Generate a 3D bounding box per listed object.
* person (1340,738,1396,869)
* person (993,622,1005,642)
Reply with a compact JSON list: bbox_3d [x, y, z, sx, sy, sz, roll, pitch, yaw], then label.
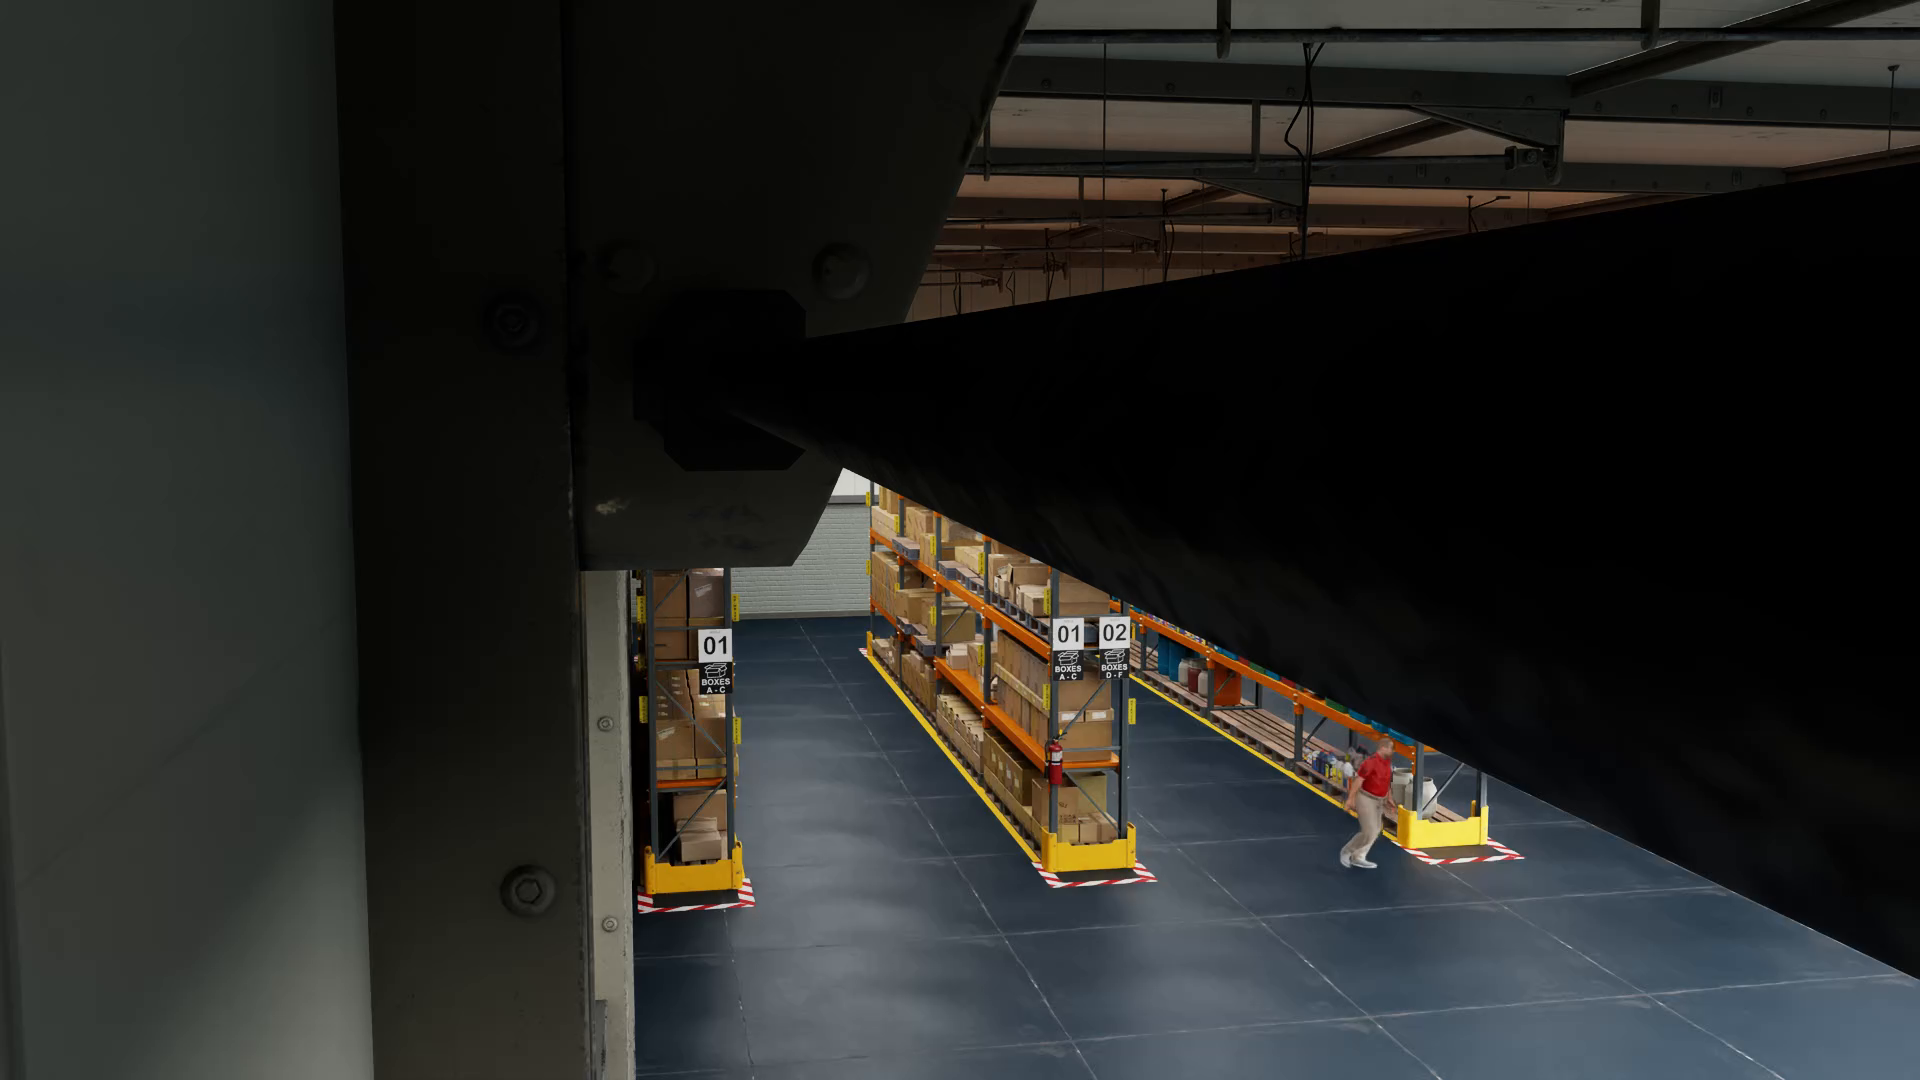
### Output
[{"bbox_3d":[5.154,3.316,20.951,0.543,1.693,0.708,5,8,37],"label":"person"},{"bbox_3d":[0.770,1.768,35.515,0.654,1.744,0.880,-2,6,-15],"label":"person"}]
